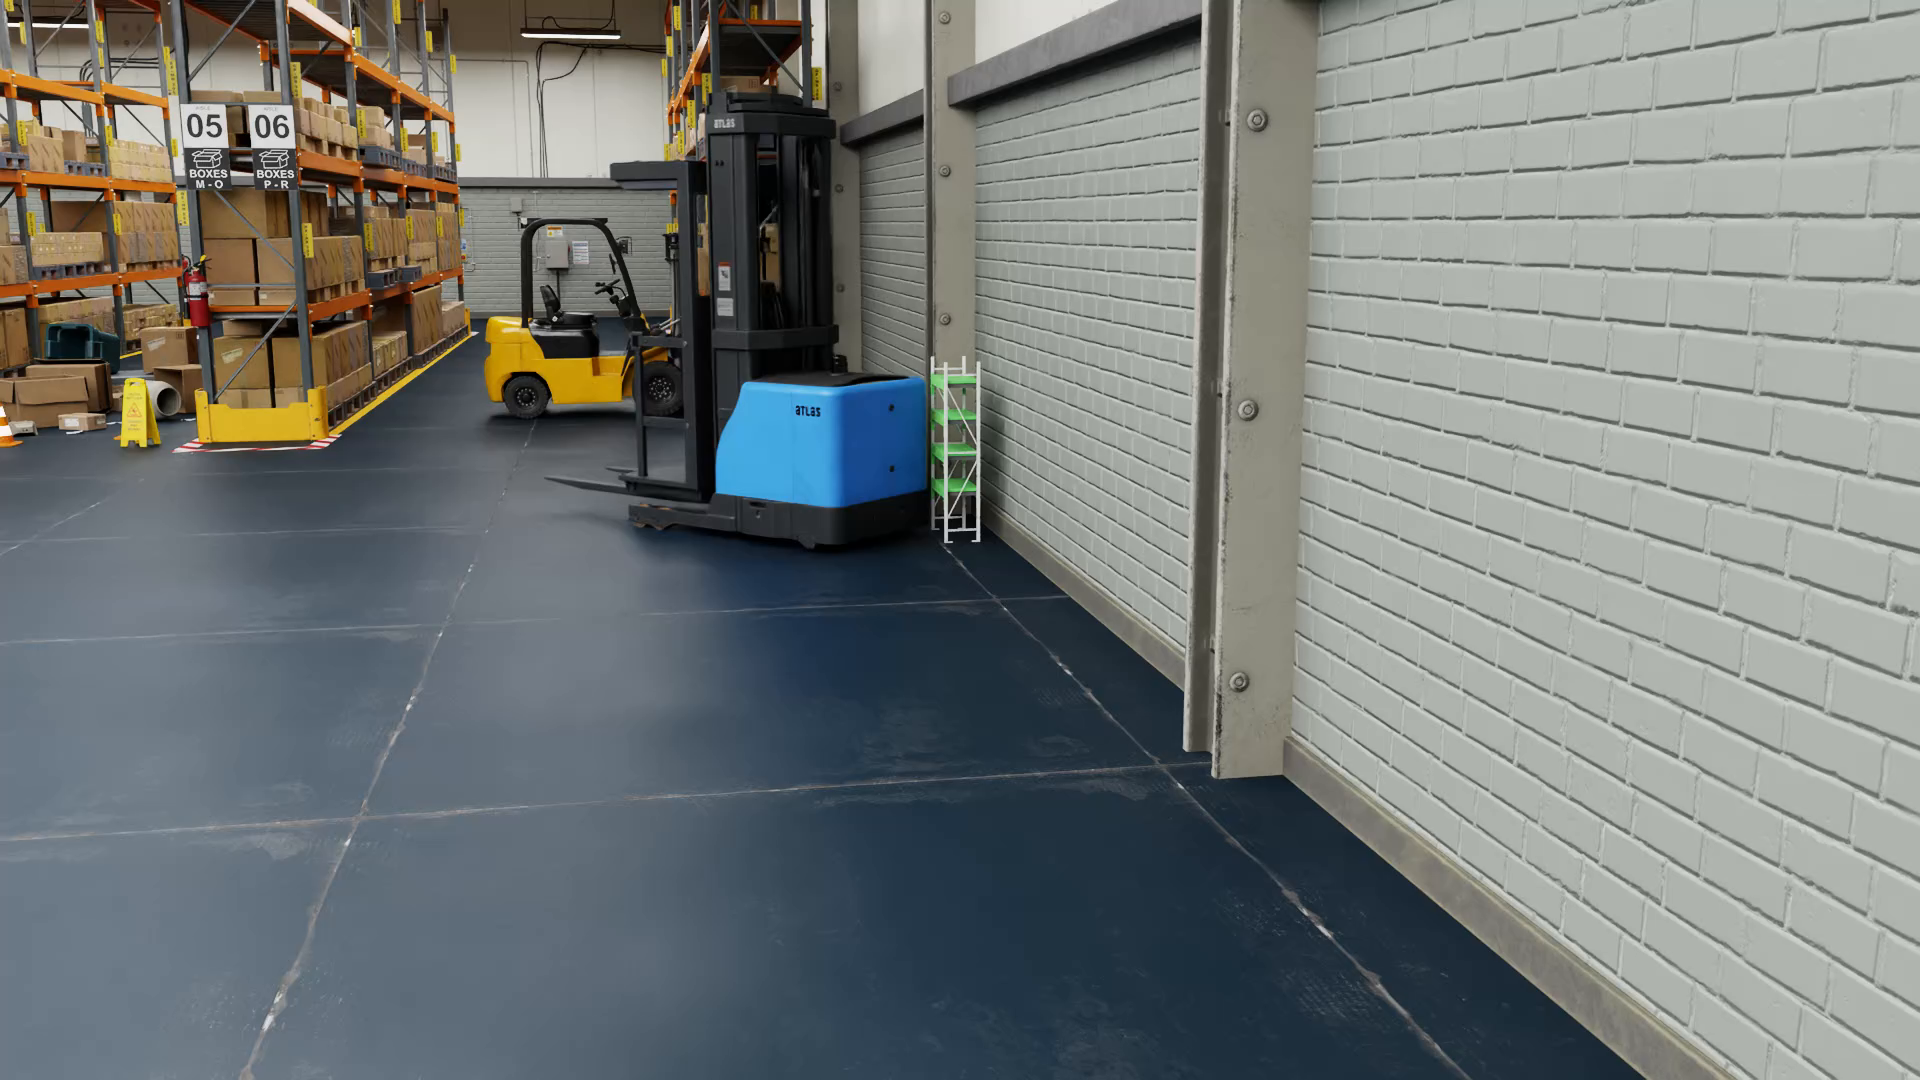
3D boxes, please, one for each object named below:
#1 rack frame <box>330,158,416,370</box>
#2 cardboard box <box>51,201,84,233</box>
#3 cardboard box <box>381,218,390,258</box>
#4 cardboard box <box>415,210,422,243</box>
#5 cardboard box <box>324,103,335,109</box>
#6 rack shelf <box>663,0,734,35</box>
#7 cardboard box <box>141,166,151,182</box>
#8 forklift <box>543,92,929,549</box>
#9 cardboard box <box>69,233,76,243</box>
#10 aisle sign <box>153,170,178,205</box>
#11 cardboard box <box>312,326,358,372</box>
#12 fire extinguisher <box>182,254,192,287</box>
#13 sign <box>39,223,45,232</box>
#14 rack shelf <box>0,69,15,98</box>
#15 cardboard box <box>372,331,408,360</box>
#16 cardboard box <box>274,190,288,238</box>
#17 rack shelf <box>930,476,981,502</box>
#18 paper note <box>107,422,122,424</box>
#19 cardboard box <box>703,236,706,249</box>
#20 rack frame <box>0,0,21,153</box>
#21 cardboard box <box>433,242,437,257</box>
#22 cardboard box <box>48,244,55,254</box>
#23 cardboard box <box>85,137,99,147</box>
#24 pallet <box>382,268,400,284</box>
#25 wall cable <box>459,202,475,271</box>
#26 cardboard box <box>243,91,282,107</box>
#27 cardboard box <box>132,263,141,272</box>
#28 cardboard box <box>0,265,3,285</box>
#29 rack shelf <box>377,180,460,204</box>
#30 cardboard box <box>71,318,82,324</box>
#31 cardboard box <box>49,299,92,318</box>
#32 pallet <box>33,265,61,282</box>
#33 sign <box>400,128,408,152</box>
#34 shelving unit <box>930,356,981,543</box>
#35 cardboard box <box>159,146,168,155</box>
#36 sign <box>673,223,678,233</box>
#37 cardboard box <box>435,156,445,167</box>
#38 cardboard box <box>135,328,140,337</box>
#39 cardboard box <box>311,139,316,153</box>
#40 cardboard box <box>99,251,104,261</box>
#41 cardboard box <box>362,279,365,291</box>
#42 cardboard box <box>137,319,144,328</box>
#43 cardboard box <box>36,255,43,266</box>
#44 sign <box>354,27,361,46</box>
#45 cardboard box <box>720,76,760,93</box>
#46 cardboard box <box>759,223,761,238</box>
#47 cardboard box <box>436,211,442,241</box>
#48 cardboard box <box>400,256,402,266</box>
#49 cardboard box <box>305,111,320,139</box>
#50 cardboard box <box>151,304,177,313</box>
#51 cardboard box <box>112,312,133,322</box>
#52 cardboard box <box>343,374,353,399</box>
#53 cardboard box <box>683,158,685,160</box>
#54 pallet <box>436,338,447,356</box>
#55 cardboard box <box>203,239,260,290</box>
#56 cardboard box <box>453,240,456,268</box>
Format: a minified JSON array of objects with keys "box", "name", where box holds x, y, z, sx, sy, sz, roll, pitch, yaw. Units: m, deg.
[{"box":[-8.413,-3.925,23.796,1.000,3.000,0.127,-2,11,-11],"name":"rack frame"},{"box":[-14.383,-5.223,26.878,0.500,0.500,0.500,-3,11,-13],"name":"cardboard box"},{"box":[-7.625,-3.872,21.334,0.500,0.500,0.500,-2,11,-11],"name":"cardboard box"},{"box":[-8.460,-4.751,25.193,0.500,0.500,0.500,-2,11,-9],"name":"cardboard box"},{"box":[-7.872,-5.145,20.124,0.500,0.250,0.500,-2,11,-10],"name":"cardboard box"},{"box":[-4.712,-9.433,29.726,1.077,0.370,4.000,-2,11,-11],"name":"rack shelf"},{"box":[-14.144,-6.238,28.329,0.500,0.250,0.500,-2,11,-8],"name":"cardboard box"},{"box":[-1.708,-1.576,11.638,3.031,2.935,1.130,8,13,35],"name":"forklift"},{"box":[-13.504,-4.530,24.931,0.380,0.149,0.250,-3,11,-14],"name":"cardboard box"},{"box":[-14.524,-6.495,30.347,0.394,0.787,0.004,-2,11,-11],"name":"aisle sign"},{"box":[-7.055,-2.130,18.590,0.500,0.500,0.500,-2,11,-8],"name":"cardboard box"},{"box":[-14.401,-5.036,30.835,0.296,0.674,0.183,-2,11,-11],"name":"fire extinguisher"},{"box":[-14.557,-4.864,26.416,0.100,0.325,0.005,-2,11,-11],"name":"sign"},{"box":[-12.860,-5.757,20.370,1.077,0.370,4.000,-2,11,-11],"name":"rack shelf"},{"box":[-8.313,-2.737,23.457,0.950,0.372,0.625,-3,11,-15],"name":"cardboard box"},{"box":[-7.261,-3.323,16.897,0.700,0.500,0.500,-2,11,-10],"name":"cardboard box"},{"box":[-0.032,-0.321,11.301,0.258,0.148,0.480,-2,11,-11],"name":"rack shelf"},{"box":[-9.011,-1.256,17.744,0.148,0.019,0.142,2,11,9],"name":"paper note"},{"box":[-2.808,-3.482,19.467,0.380,0.149,0.250,-2,11,-12],"name":"cardboard box"},{"box":[-13.249,-6.674,22.192,1.000,3.000,0.127,-2,11,-11],"name":"rack frame"},{"box":[-8.866,-4.759,27.240,0.500,0.250,0.500,-2,11,-11],"name":"cardboard box"},{"box":[-13.305,-4.196,23.974,0.380,0.149,0.250,-2,11,-11],"name":"cardboard box"},{"box":[-13.846,-6.364,26.584,0.380,0.149,0.250,-2,11,-12],"name":"cardboard box"},{"box":[-7.988,-3.469,21.915,1.003,0.211,1.213,-2,11,-11],"name":"pallet"},{"box":[-11.088,-6.940,36.836,0.585,1.953,0.123,-2,11,-11],"name":"wall cable"},{"box":[-6.726,-4.272,16.138,0.380,0.149,0.250,-2,11,-11],"name":"cardboard box"},{"box":[-14.019,-4.591,27.967,0.380,0.149,0.250,-2,11,-10],"name":"cardboard box"},{"box":[-12.705,-3.520,21.399,0.500,0.500,0.500,-2,11,-12],"name":"cardboard box"},{"box":[-9.580,-6.146,29.365,1.077,0.370,4.000,-2,11,-11],"name":"rack shelf"},{"box":[-13.342,-3.030,24.656,0.500,0.500,0.500,-2,11,-12],"name":"cardboard box"},{"box":[-13.430,-3.488,25.058,0.500,0.250,0.500,-3,11,-14],"name":"cardboard box"},{"box":[-13.492,-3.759,23.438,1.213,0.211,1.003,-2,11,-11],"name":"pallet"},{"box":[-7.880,-5.672,23.569,0.100,0.325,0.005,-2,11,-11],"name":"sign"},{"box":[-0.032,-0.620,11.244,0.258,1.200,0.503,-2,11,-11],"name":"shelving unit"},{"box":[-14.452,-6.985,29.848,0.380,0.149,0.250,-2,11,-12],"name":"cardboard box"},{"box":[-4.853,-5.244,28.411,0.100,0.325,0.005,-2,11,-11],"name":"sign"},{"box":[-9.793,-6.968,30.774,0.500,0.250,0.500,-3,11,-16],"name":"cardboard box"},{"box":[-14.032,-3.482,27.968,0.380,0.149,0.250,-2,11,-12],"name":"cardboard box"},{"box":[-6.887,-4.068,17.199,0.380,0.149,0.250,-2,11,-13],"name":"cardboard box"},{"box":[-13.755,-4.477,26.247,0.380,0.149,0.250,-2,11,-12],"name":"cardboard box"},{"box":[-7.273,-3.020,19.714,0.380,0.149,0.250,-2,11,-12],"name":"cardboard box"},{"box":[-14.083,-3.678,28.202,0.380,0.149,0.250,-2,11,-8],"name":"cardboard box"},{"box":[-13.190,-3.948,23.466,0.380,0.149,0.250,-2,11,-8],"name":"cardboard box"},{"box":[-9.740,-8.127,26.905,0.100,0.325,0.005,-2,11,-11],"name":"sign"},{"box":[-2.314,-4.489,17.081,0.500,0.500,0.500,-2,11,-9],"name":"cardboard box"},{"box":[-2.265,-3.211,17.247,0.380,0.149,0.250,-2,11,-11],"name":"cardboard box"},{"box":[-9.046,-5.295,28.053,0.500,0.500,0.500,-2,11,-11],"name":"cardboard box"},{"box":[-7.861,-3.819,22.787,0.380,0.149,0.250,-3,11,-14],"name":"cardboard box"},{"box":[-6.782,-4.199,16.816,0.500,0.250,0.500,-2,11,-12],"name":"cardboard box"},{"box":[-14.453,-4.204,30.172,0.380,0.149,0.250,-2,11,-10],"name":"cardboard box"},{"box":[-13.886,-3.682,27.428,0.380,0.149,0.250,-2,11,-8],"name":"cardboard box"},{"box":[-6.953,-1.665,18.152,0.500,0.250,0.500,-1,11,-7],"name":"cardboard box"},{"box":[-3.883,-5.591,24.930,0.500,0.250,0.500,-2,11,-13],"name":"cardboard box"},{"box":[-8.967,-3.150,27.183,1.003,0.211,1.213,-2,11,-11],"name":"pallet"},{"box":[-7.233,-2.743,16.521,0.500,0.500,0.500,-2,11,-12],"name":"cardboard box"},{"box":[-9.423,-5.176,30.101,0.500,0.500,0.500,-2,11,-9],"name":"cardboard box"}]
